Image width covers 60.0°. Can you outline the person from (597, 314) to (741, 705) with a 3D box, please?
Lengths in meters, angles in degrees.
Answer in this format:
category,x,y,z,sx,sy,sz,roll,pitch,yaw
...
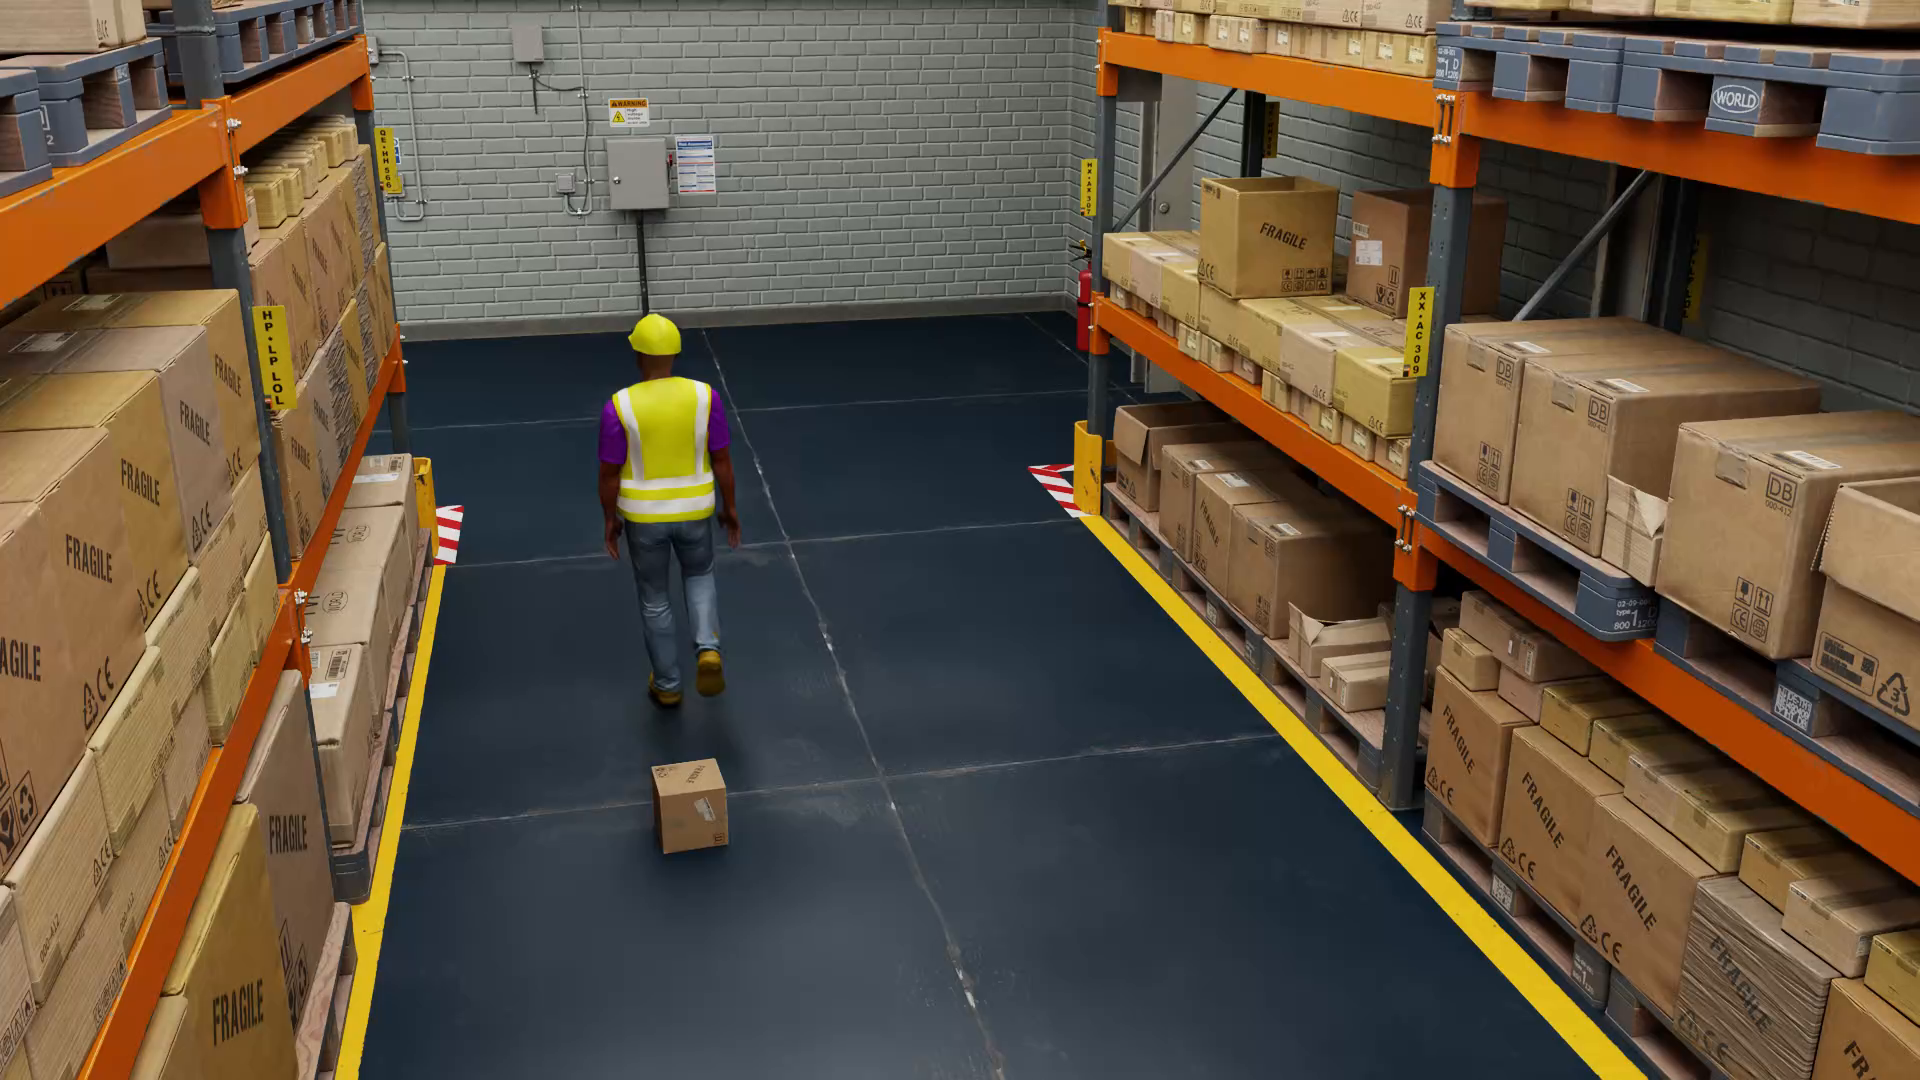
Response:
category,x,y,z,sx,sy,sz,roll,pitch,yaw
person,-1.264,-0.113,7.271,0.603,1.759,0.516,-8,21,-21
